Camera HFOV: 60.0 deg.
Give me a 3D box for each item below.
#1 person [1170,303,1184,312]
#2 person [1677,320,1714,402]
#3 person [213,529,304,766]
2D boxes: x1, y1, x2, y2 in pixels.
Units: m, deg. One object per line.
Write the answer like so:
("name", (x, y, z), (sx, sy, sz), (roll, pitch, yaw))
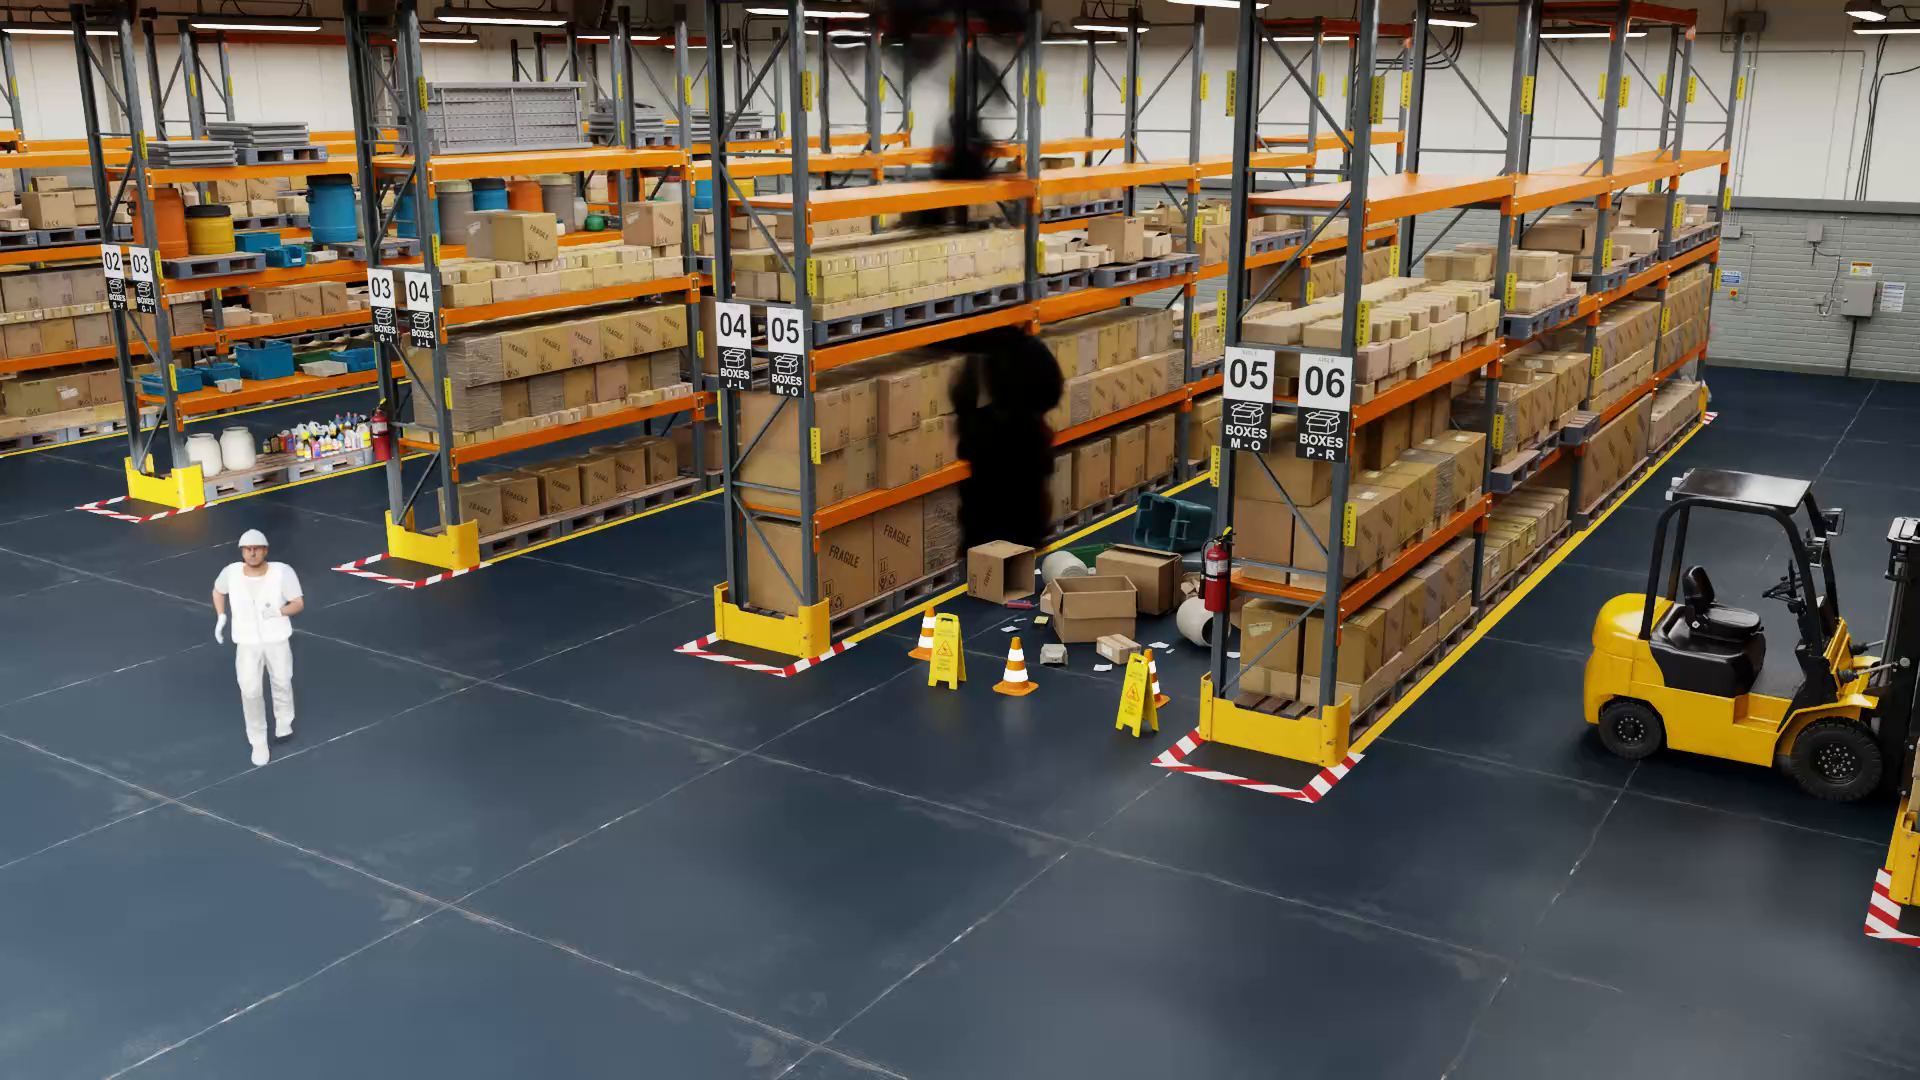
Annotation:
("person", (3.467, -2.893, 26.341), (0.692, 1.721, 0.731), (9, 18, 30))
("person", (11.899, -3.066, 27.045), (0.778, 1.760, 0.697), (-14, 21, -40))
("person", (-5.440, 0.815, 12.973), (0.665, 1.838, 0.768), (-6, 17, -21))
